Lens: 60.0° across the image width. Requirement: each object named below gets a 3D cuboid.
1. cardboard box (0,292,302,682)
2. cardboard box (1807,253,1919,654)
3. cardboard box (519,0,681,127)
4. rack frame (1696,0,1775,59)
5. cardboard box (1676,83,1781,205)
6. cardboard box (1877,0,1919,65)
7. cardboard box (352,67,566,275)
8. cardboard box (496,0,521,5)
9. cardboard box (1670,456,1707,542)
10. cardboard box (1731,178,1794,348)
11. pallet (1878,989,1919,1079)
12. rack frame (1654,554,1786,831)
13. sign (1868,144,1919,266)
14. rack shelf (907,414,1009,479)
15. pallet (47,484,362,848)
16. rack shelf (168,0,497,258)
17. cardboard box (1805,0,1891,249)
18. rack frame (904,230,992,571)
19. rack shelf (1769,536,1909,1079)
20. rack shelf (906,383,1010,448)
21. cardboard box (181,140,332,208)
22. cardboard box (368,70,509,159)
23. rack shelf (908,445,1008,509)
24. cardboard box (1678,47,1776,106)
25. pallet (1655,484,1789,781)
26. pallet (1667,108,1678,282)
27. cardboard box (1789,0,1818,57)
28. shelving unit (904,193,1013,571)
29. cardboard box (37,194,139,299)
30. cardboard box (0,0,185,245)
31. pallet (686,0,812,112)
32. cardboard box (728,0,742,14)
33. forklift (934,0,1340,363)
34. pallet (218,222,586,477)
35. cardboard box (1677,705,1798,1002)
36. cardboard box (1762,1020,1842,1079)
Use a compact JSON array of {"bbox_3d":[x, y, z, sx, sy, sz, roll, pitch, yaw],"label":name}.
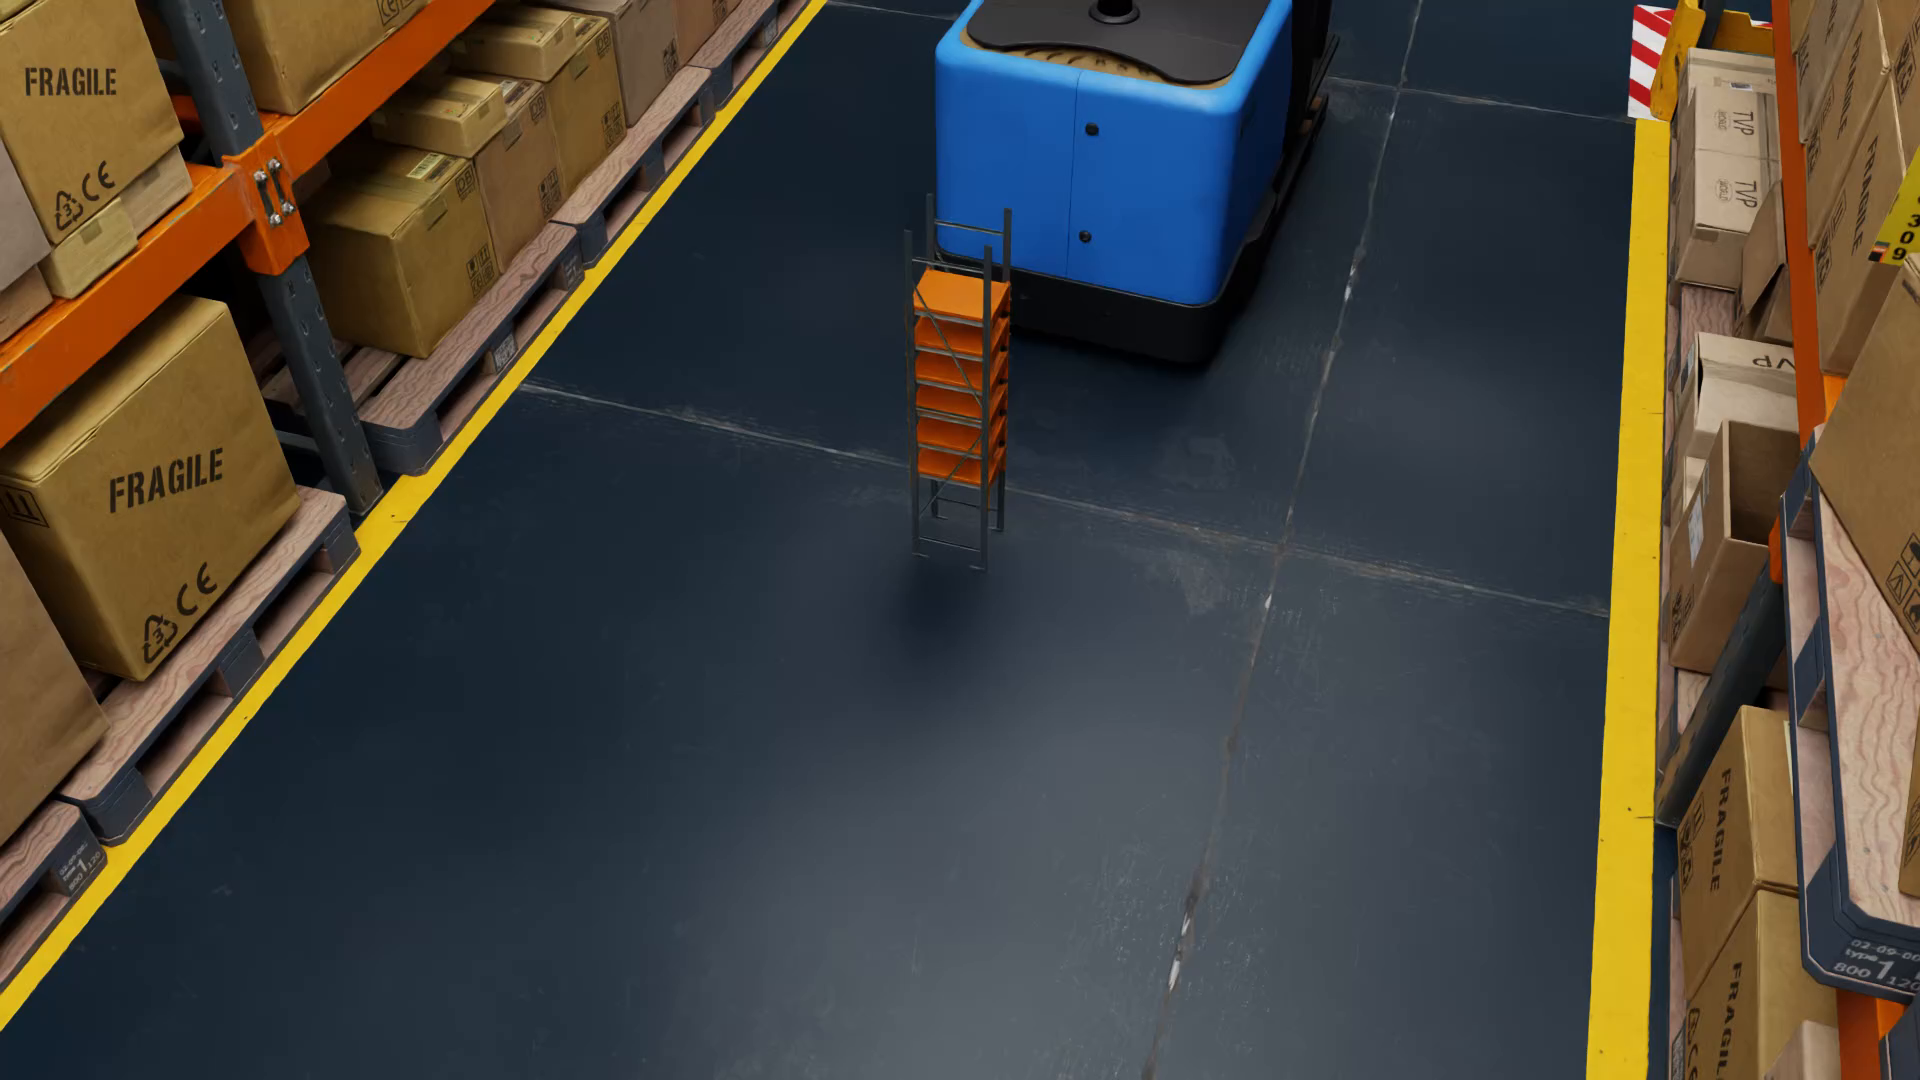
[{"bbox_3d":[-2.436,-0.208,4.555,0.750,0.750,0.750,13,46,13],"label":"cardboard box"},{"bbox_3d":[2.002,-0.158,2.895,0.700,0.500,0.500,-1,44,-1],"label":"cardboard box"},{"bbox_3d":[-1.572,-2.053,6.690,0.700,0.500,0.500,11,45,11],"label":"cardboard box"},{"bbox_3d":[3.570,-2.906,6.075,1.000,3.000,0.127,13,46,13],"label":"rack frame"},{"bbox_3d":[2.984,-1.445,6.234,0.500,0.250,0.500,13,46,13],"label":"cardboard box"},{"bbox_3d":[2.418,-1.367,3.716,0.500,0.500,0.500,12,46,12],"label":"cardboard box"},{"bbox_3d":[-1.884,-1.355,5.977,0.700,0.500,0.500,12,46,12],"label":"cardboard box"},{"bbox_3d":[-1.881,-2.066,6.239,0.380,0.149,0.250,12,46,12],"label":"cardboard box"},{"bbox_3d":[2.318,-0.081,4.912,0.380,0.149,0.250,13,46,13],"label":"cardboard box"},{"bbox_3d":[2.923,-0.759,5.351,0.797,0.503,0.637,13,46,13],"label":"cardboard box"},{"bbox_3d":[1.732,1.197,2.019,1.003,0.211,1.213,13,46,13],"label":"pallet"},{"bbox_3d":[2.359,-0.240,3.351,1.000,3.000,0.127,13,46,13],"label":"rack frame"},{"bbox_3d":[1.840,-0.659,3.160,0.100,0.325,0.005,13,46,13],"label":"sign"},{"bbox_3d":[-0.004,-0.302,4.936,0.258,0.103,0.180,13,46,12],"label":"rack shelf"},{"bbox_3d":[-2.525,0.240,4.854,1.003,0.211,1.213,13,46,13],"label":"pallet"},{"bbox_3d":[-1.758,-2.363,6.034,1.077,0.370,4.000,13,46,13],"label":"rack shelf"},{"bbox_3d":[2.421,-1.007,4.063,0.500,0.500,0.500,14,46,14],"label":"cardboard box"},{"bbox_3d":[-0.032,-0.358,4.758,0.240,1.200,0.006,13,46,12],"label":"rack frame"},{"bbox_3d":[1.753,1.350,2.240,1.077,0.370,4.000,13,46,13],"label":"rack shelf"},{"bbox_3d":[-0.004,-0.387,4.852,0.258,0.103,0.180,13,46,12],"label":"rack shelf"},{"bbox_3d":[-2.272,-1.198,5.352,0.380,0.149,0.250,12,46,12],"label":"cardboard box"},{"bbox_3d":[-1.761,-1.442,5.602,0.380,0.149,0.250,14,46,14],"label":"cardboard box"},{"bbox_3d":[-0.004,-0.216,5.019,0.258,0.103,0.180,13,46,12],"label":"rack shelf"},{"bbox_3d":[3.116,-1.838,6.708,0.380,0.149,0.250,13,46,13],"label":"cardboard box"},{"bbox_3d":[2.568,0.299,4.794,1.003,0.211,1.213,13,46,13],"label":"pallet"},{"bbox_3d":[3.307,-1.327,6.456,1.003,0.211,1.213,13,46,13],"label":"pallet"},{"bbox_3d":[2.726,-1.690,4.761,0.500,0.500,0.500,13,46,13],"label":"cardboard box"},{"bbox_3d":[-0.004,-0.419,4.821,0.258,1.200,0.189,13,46,12],"label":"shelving unit"},{"bbox_3d":[-2.250,-0.746,4.033,0.380,0.149,0.250,13,46,13],"label":"cardboard box"},{"bbox_3d":[-2.263,-1.075,3.905,0.500,0.500,0.500,12,46,12],"label":"cardboard box"},{"bbox_3d":[-1.319,-2.407,7.559,1.003,0.211,1.213,13,46,13],"label":"pallet"},{"bbox_3d":[-1.269,-2.722,7.374,0.700,0.500,0.500,13,46,13],"label":"cardboard box"},{"bbox_3d":[0.899,-2.708,5.922,1.130,2.935,3.031,15,46,15],"label":"forklift"},{"bbox_3d":[-2.058,-0.781,5.897,1.003,0.211,1.213,13,46,13],"label":"pallet"},{"bbox_3d":[1.980,0.767,3.794,0.500,0.500,0.500,11,45,11],"label":"cardboard box"},{"bbox_3d":[1.677,1.165,2.851,0.500,0.250,0.500,13,46,13],"label":"cardboard box"}]
